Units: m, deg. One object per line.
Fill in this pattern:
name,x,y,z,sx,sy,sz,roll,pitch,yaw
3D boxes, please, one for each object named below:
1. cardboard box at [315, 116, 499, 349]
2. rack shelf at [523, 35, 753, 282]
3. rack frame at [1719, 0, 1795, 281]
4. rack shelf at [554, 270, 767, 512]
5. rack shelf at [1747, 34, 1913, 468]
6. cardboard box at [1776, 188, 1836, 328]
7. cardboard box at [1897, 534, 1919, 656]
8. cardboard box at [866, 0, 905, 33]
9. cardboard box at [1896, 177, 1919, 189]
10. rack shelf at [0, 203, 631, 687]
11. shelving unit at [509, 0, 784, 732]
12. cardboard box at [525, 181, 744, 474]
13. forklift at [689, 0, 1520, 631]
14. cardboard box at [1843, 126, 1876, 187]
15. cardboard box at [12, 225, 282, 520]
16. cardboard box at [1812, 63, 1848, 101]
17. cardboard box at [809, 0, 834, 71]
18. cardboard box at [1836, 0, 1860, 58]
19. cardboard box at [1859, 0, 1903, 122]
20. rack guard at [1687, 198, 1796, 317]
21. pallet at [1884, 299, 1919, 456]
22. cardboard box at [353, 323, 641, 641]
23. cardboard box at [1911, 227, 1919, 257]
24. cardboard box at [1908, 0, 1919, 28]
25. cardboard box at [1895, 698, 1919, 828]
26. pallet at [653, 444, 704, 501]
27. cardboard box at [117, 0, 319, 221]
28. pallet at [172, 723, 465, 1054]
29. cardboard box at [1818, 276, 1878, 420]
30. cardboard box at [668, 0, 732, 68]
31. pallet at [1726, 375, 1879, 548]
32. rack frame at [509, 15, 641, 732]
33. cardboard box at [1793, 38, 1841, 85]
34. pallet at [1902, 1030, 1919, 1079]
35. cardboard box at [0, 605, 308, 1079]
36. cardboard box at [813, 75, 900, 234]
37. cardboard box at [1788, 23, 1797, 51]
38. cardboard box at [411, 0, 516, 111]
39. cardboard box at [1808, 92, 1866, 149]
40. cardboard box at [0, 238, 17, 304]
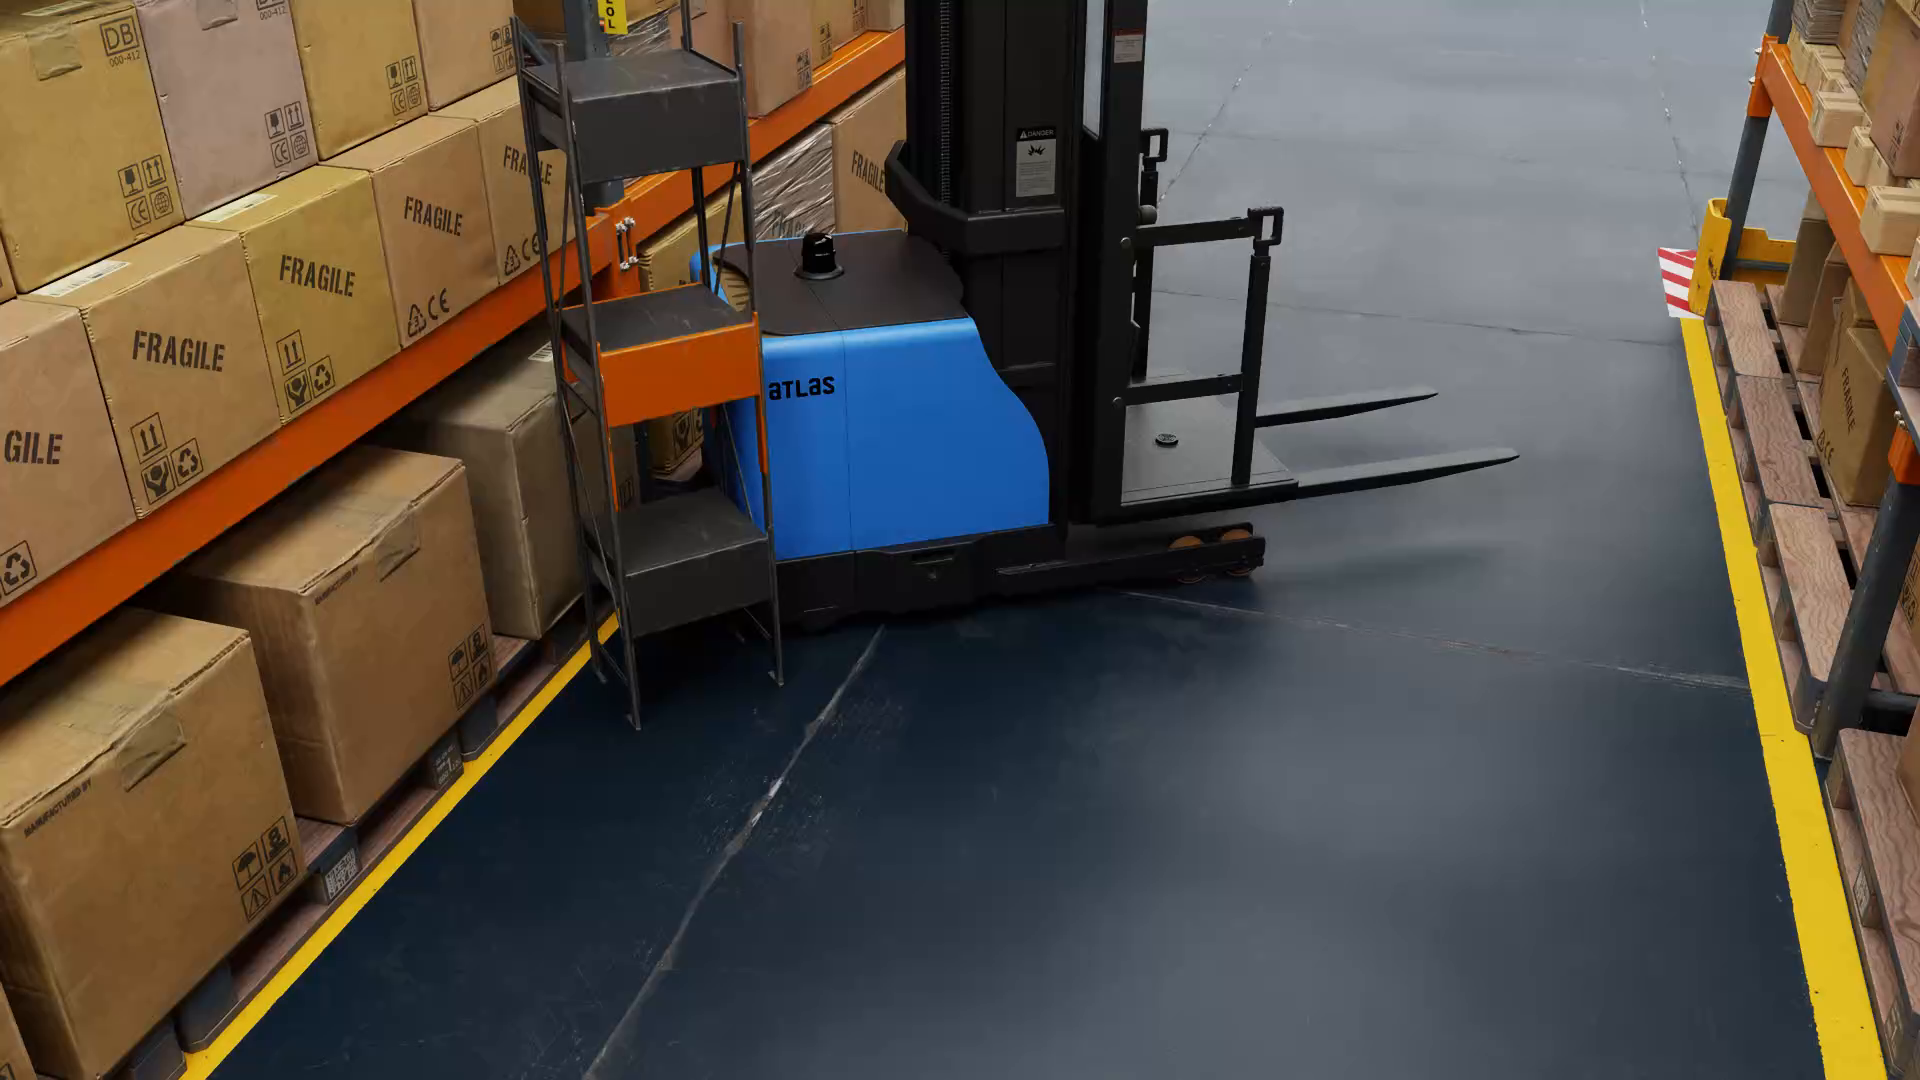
cardboard box,-1.669,-0.881,4.645,0.500,0.500,0.500,8,30,14
rack shelf,-0.890,-1.064,4.591,0.480,0.518,0.431,-16,33,-26
rack frame,4.263,-2.457,7.581,1.000,3.000,0.127,8,30,15
rack shelf,-0.890,-0.452,4.931,0.480,0.518,0.431,-16,33,-26
rack shelf,3.676,-1.213,6.085,1.077,0.370,4.000,8,30,15
cardboard box,4.064,-1.260,7.569,0.500,0.500,0.500,14,32,24
cardboard box,3.244,0.131,5.069,0.500,0.500,0.500,8,30,13
cardboard box,-0.655,-2.840,8.114,0.875,0.550,0.550,8,30,15
cardboard box,3.250,-1.082,5.368,0.380,0.149,0.250,8,30,15
rack shelf,-2.210,-0.109,4.100,1.077,0.370,4.000,8,30,15
shelving unit,-0.890,-0.464,4.924,0.503,2.100,0.431,-16,33,-26
cardboard box,-1.372,-0.890,6.518,0.875,0.875,0.875,9,30,16
forklift,0.600,-1.364,5.686,3.031,2.935,1.130,-8,30,-14
cardboard box,3.325,-1.325,5.805,0.380,0.149,0.250,8,30,15
cardboard box,-1.964,-0.410,3.798,0.500,0.500,0.500,8,30,14
cardboard box,3.638,-1.787,6.635,0.380,0.149,0.250,8,30,15
cardboard box,-1.056,-2.345,7.226,0.875,0.550,0.500,8,30,15
cardboard box,4.043,-2.129,6.583,0.875,0.500,0.500,8,30,15
cardboard box,3.697,-1.672,5.762,0.875,0.500,0.500,8,30,15
rack guard,4.241,-1.329,8.125,1.175,0.500,0.348,8,30,15
pallet,2.725,-0.180,3.685,1.003,0.211,1.213,8,30,15
cardboard box,-1.719,-0.252,5.499,1.050,0.750,0.750,8,30,15
cardboard box,3.084,-0.852,4.955,0.380,0.149,0.250,8,30,15
cardboard box,3.103,-1.690,4.764,0.500,0.500,0.500,8,30,15
cardboard box,2.888,0.584,4.233,0.700,0.500,0.500,6,30,11
pallet,-1.325,-0.476,6.889,1.003,0.211,1.213,8,30,15
cardboard box,-2.061,-1.128,4.060,0.700,0.500,0.500,9,30,15
pallet,-2.134,0.804,4.588,1.003,0.211,1.213,8,30,15
cardboard box,3.719,-0.689,6.543,0.500,0.500,0.500,11,31,20
cardboard box,-1.386,-1.850,6.336,0.875,0.550,0.550,8,30,15
pallet,3.608,-0.265,6.510,1.003,0.211,1.213,8,30,15
rack frame,-1.100,-0.404,4.816,0.015,2.100,0.400,-16,33,-26
cardboard box,3.772,-2.021,7.056,0.380,0.149,0.250,8,30,15
pallet,2.505,1.551,3.244,1.003,0.211,1.213,8,30,15
cardboard box,-2.279,0.629,3.916,1.050,0.750,0.750,9,30,16
cardboard box,-0.841,-1.733,8.033,0.875,0.875,0.875,8,30,14
cardboard box,3.951,-2.249,7.465,0.380,0.149,0.250,8,30,15
cardboard box,-1.763,-1.602,4.912,0.700,0.500,0.500,8,30,14
cardboard box,3.418,-1.565,6.237,0.380,0.149,0.250,8,30,15
cardboard box,-2.360,-0.656,3.212,0.700,0.500,0.500,8,30,14
